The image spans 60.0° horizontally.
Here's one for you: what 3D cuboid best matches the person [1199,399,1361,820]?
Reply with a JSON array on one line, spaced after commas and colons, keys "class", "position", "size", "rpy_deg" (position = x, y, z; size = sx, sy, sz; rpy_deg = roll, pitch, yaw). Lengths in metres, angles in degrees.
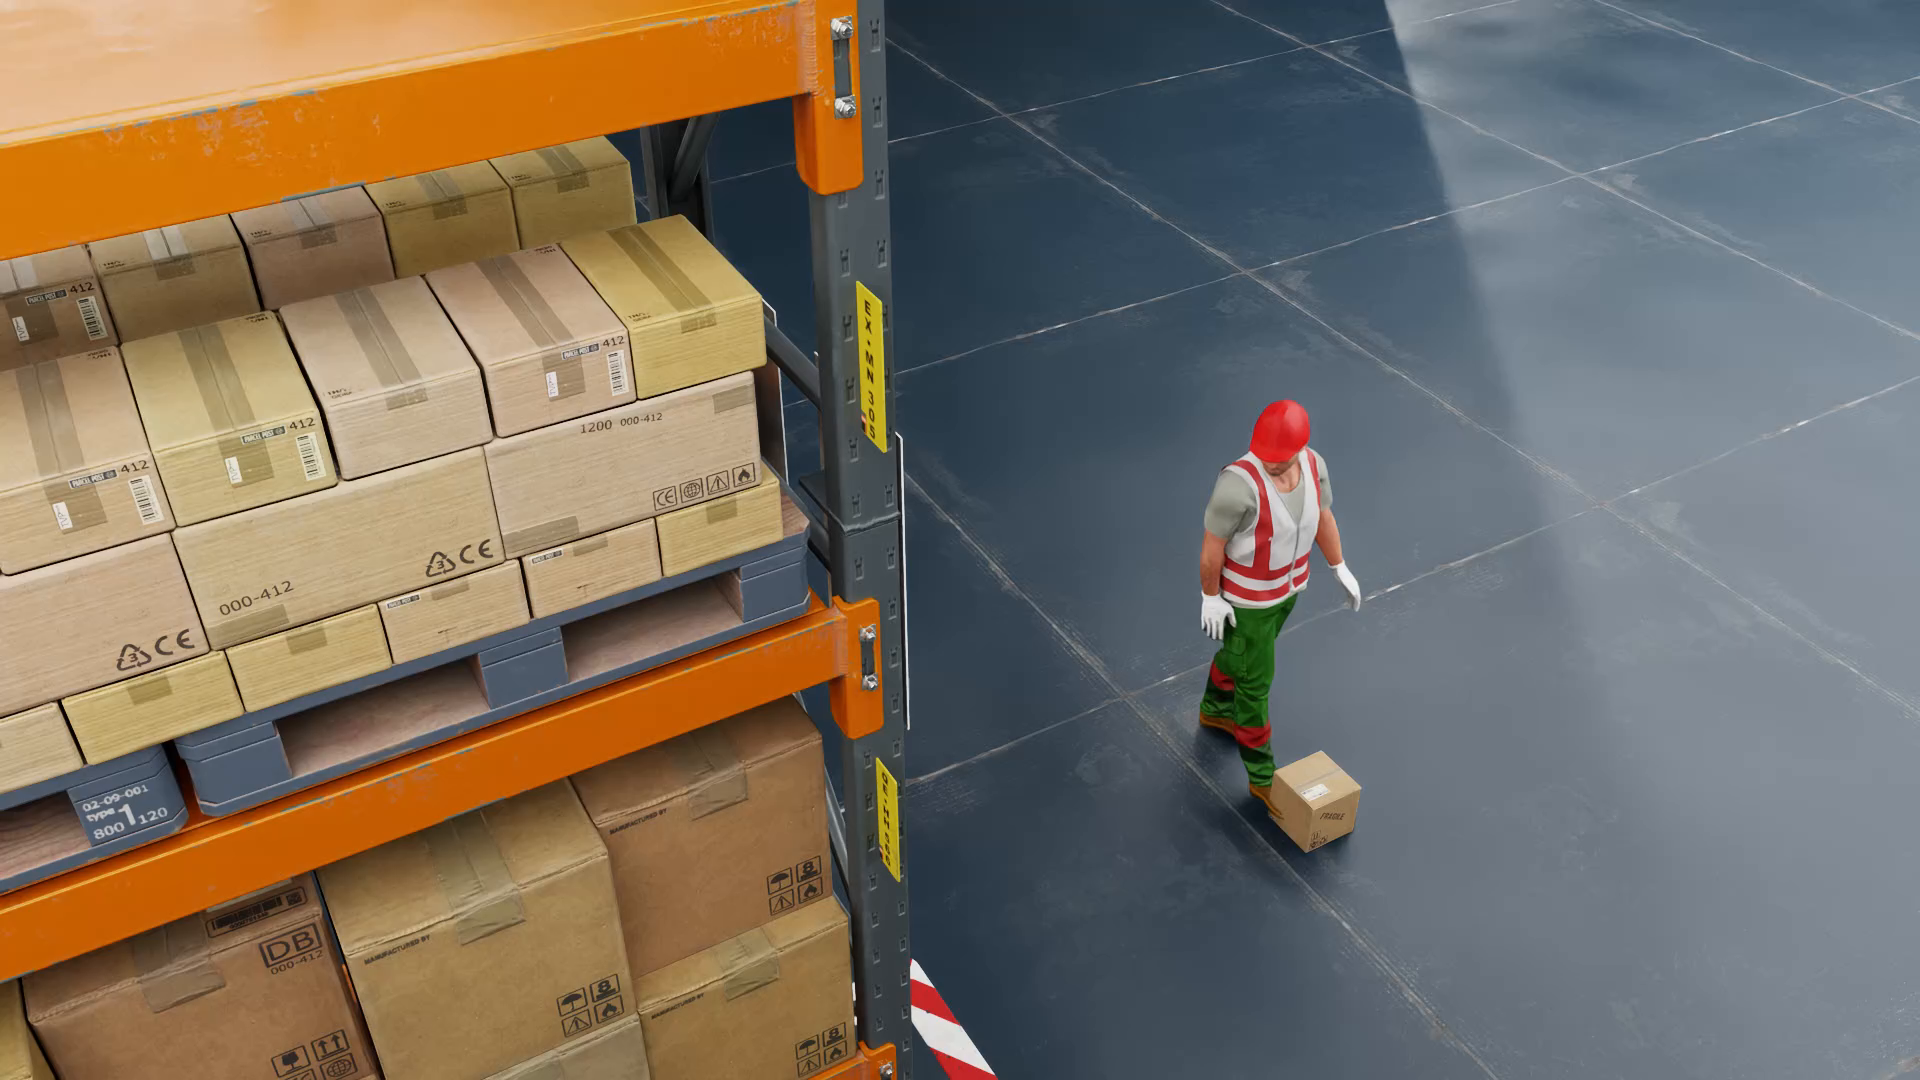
[{"class": "person", "position": [1.293, 0.228, 6.562], "size": [0.615, 1.770, 0.727], "rpy_deg": [-28, 45, -32]}]
